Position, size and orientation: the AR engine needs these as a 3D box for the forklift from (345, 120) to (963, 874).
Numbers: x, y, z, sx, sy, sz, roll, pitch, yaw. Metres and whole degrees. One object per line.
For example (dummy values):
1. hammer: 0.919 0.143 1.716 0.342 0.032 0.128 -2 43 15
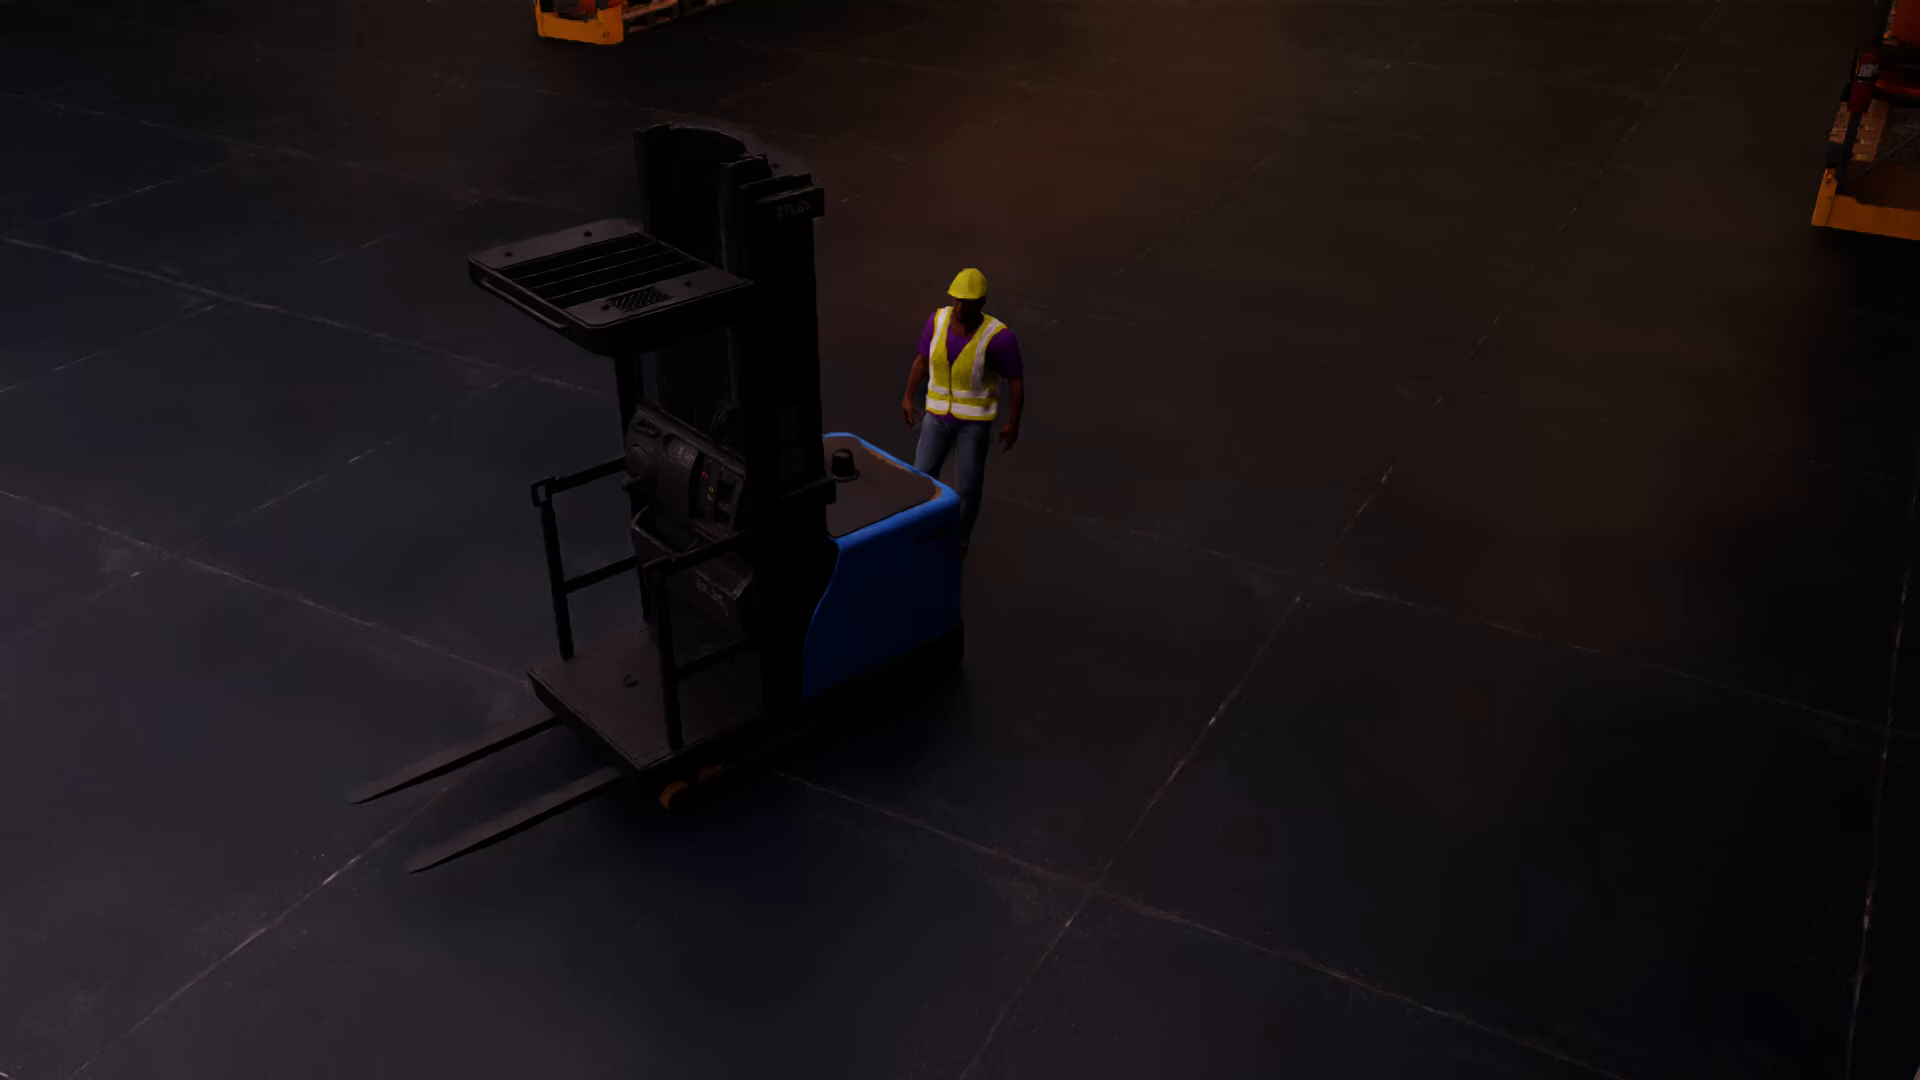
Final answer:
1. forklift: -1.429 -0.278 7.552 3.031 2.935 1.130 -24 37 -35

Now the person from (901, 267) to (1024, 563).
1. person: -0.026 -0.694 9.465 0.716 1.753 0.511 14 33 22
